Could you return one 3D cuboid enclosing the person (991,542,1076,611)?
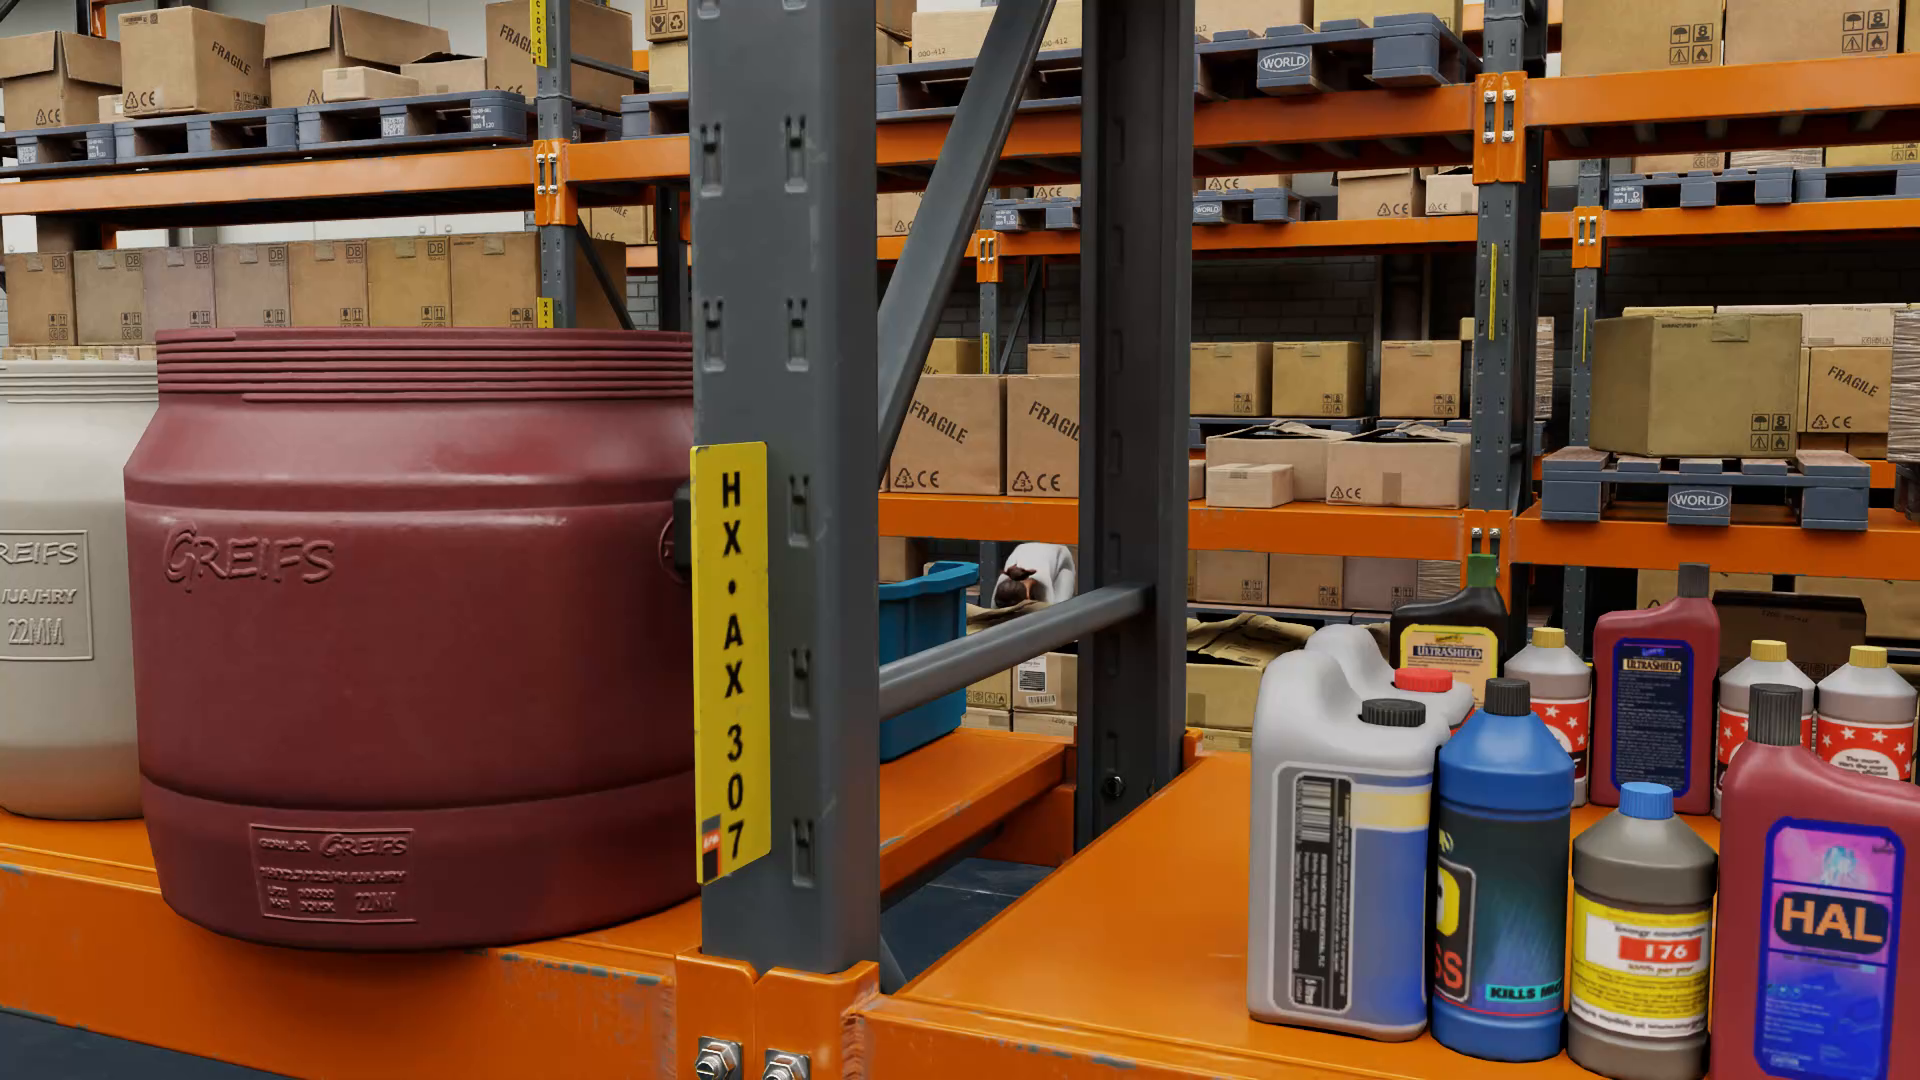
[{"bbox_3d":[0.413,0.438,9.673,0.476,0.836,0.856,2,6,21],"label":"person"}]
